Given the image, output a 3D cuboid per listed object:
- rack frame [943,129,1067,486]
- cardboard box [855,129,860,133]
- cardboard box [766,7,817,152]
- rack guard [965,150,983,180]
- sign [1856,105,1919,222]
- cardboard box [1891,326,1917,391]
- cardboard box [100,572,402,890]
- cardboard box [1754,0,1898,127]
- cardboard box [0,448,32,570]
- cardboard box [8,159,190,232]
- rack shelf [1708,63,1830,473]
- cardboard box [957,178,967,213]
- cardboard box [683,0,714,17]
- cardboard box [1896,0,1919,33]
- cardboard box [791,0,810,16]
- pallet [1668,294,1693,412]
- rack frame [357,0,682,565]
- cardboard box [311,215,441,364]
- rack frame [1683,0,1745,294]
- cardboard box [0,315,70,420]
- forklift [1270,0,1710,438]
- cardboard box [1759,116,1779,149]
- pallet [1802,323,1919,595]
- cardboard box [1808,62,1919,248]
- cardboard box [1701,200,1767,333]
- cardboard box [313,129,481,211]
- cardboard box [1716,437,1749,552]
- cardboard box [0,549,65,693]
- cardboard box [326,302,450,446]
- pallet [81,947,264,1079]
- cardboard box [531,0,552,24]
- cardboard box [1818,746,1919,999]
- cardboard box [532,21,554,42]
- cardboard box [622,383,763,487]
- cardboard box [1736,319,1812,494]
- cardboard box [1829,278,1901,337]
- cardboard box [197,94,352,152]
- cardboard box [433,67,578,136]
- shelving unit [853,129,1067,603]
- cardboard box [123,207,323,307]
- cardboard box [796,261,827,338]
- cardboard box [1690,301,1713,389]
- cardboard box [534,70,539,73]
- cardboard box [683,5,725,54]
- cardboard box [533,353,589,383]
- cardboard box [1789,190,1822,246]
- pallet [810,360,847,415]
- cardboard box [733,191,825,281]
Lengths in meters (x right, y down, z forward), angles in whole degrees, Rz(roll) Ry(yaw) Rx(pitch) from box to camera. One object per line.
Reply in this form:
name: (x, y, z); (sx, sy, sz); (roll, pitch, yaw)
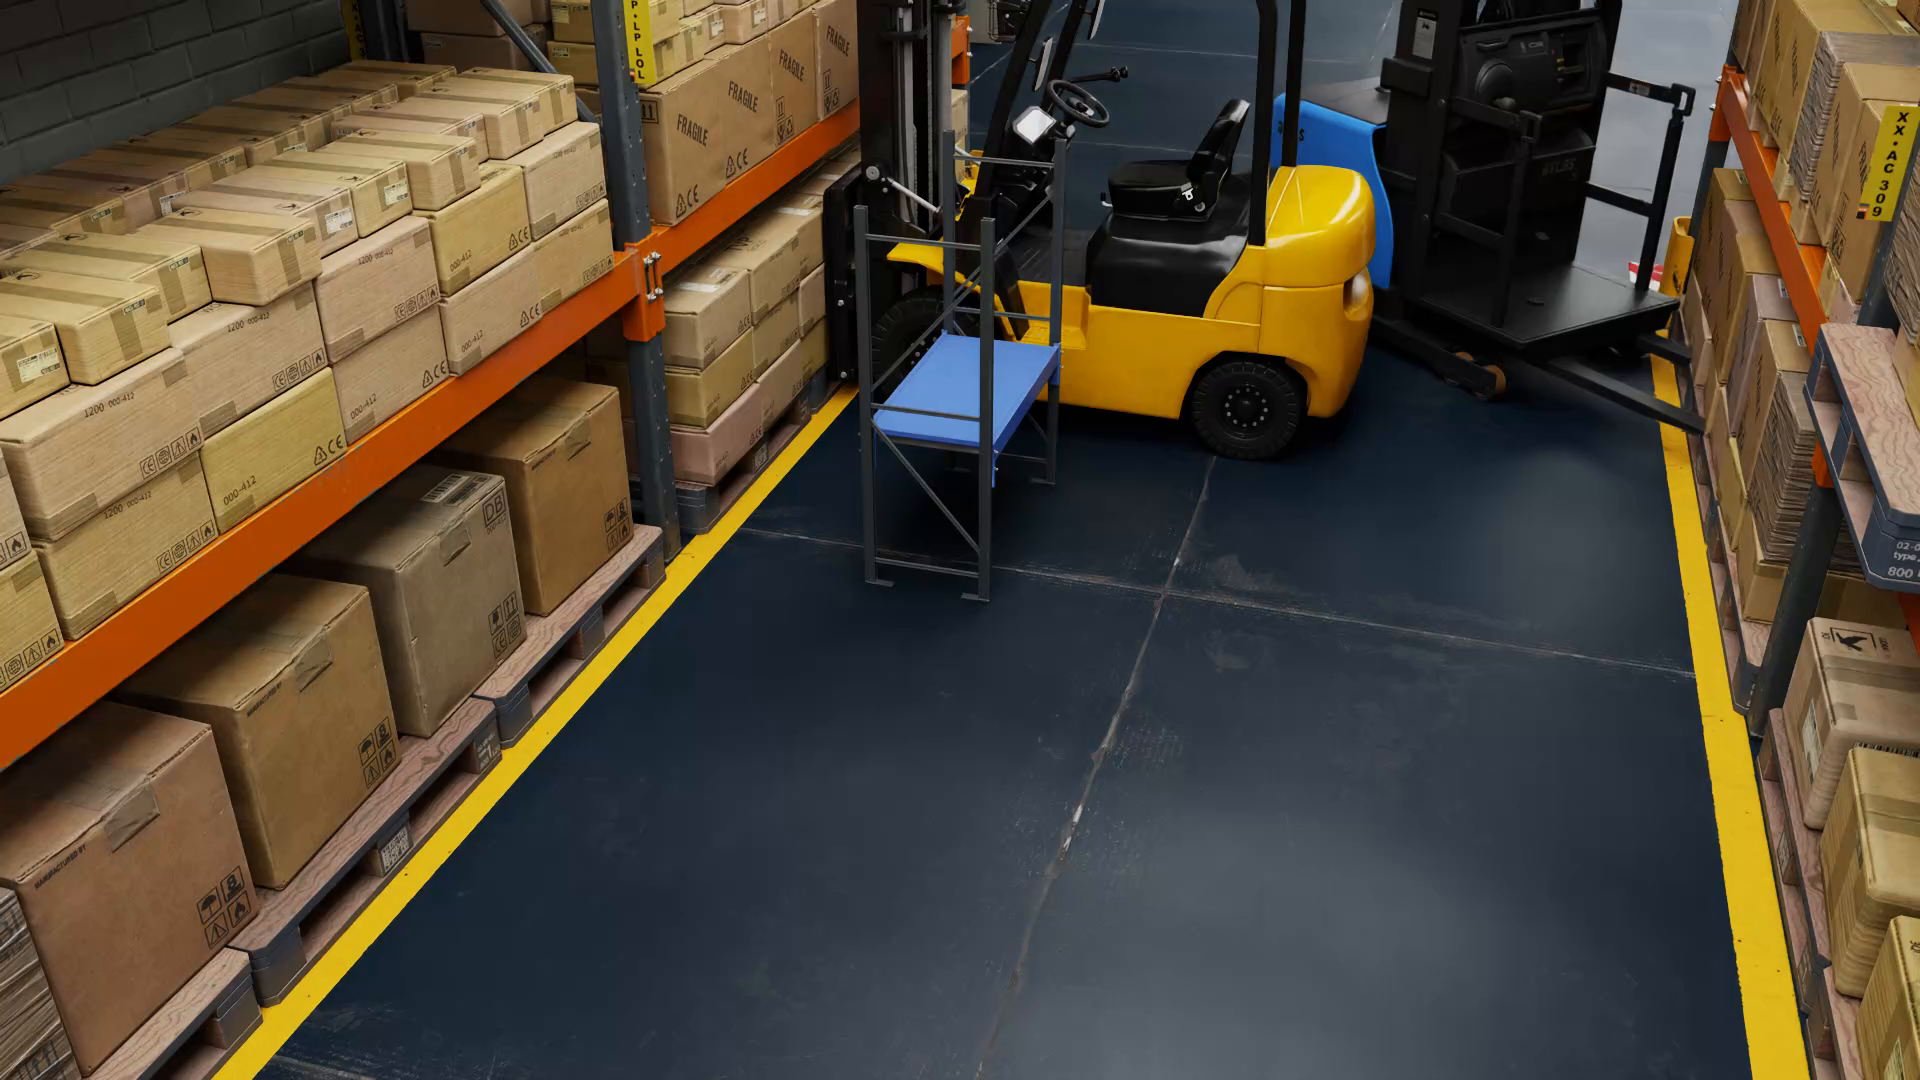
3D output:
rack frame: (0.174, -0.931, 6.881); (0.500, 1.500, 0.032); (8, 30, 15)
cardboard box: (-0.418, -2.092, 8.794); (0.500, 0.250, 0.500); (9, 30, 16)
cardboard box: (-0.947, -2.004, 7.164); (0.500, 0.500, 0.500); (8, 30, 14)
rack guard: (-0.430, -2.089, 9.991); (1.175, 0.500, 0.348); (8, 30, 15)
sign: (2.614, -1.057, 4.674); (0.100, 0.325, 0.005); (8, 30, 15)
cardboard box: (2.671, -0.467, 4.330); (0.380, 0.149, 0.250); (9, 30, 16)
cardboard box: (-2.207, 0.496, 4.783); (0.875, 0.625, 0.625); (7, 30, 13)
cardboard box: (3.608, -1.979, 6.812); (0.500, 0.500, 0.500); (8, 30, 14)
cardboard box: (-2.273, -0.009, 3.321); (0.500, 0.250, 0.500); (9, 30, 16)
cardboard box: (-2.344, -0.921, 4.549); (0.380, 0.149, 0.250); (8, 30, 14)
rack shelf: (3.722, -1.220, 6.597); (1.077, 0.370, 4.000); (8, 30, 15)
cardboard box: (-0.273, -1.889, 9.456); (0.500, 0.250, 0.500); (9, 30, 15)
cardboard box: (-1.177, -2.128, 6.414); (0.380, 0.149, 0.250); (8, 30, 14)
cardboard box: (3.882, -2.108, 6.016); (0.700, 0.500, 0.500); (8, 30, 15)
cardboard box: (-0.863, -2.340, 7.100); (0.380, 0.149, 0.250); (8, 30, 13)
pallet: (4.015, -0.837, 8.038); (1.003, 0.211, 1.213); (8, 30, 15)
rack frame: (-1.611, -1.311, 6.022); (1.000, 3.000, 0.127); (8, 30, 15)
cardboard box: (-1.811, -0.723, 4.604); (0.500, 0.250, 0.500); (9, 30, 16)
rack frame: (4.309, -2.464, 8.093); (1.000, 3.000, 0.127); (8, 30, 15)
cardboard box: (-2.172, -0.377, 3.573); (0.380, 0.149, 0.250); (9, 30, 15)
forklift: (2.818, -2.203, 7.695); (1.130, 2.935, 3.031); (-16, 33, -26)
cardboard box: (3.633, -1.758, 7.083); (0.380, 0.149, 0.250); (9, 30, 16)
pallet: (2.772, -0.186, 4.197); (1.003, 0.211, 1.213); (8, 30, 15)
cardboard box: (3.172, -1.261, 5.522); (0.500, 0.500, 0.500); (10, 30, 17)
cardboard box: (3.652, -1.183, 7.416); (0.500, 0.500, 0.500); (7, 30, 13)
cardboard box: (-1.630, -1.078, 4.832); (0.380, 0.149, 0.250); (8, 30, 13)
cardboard box: (3.198, -0.149, 6.328); (0.500, 0.250, 0.500); (8, 30, 14)
cardboard box: (-2.269, 0.209, 3.443); (0.500, 0.250, 0.500); (8, 30, 14)
cardboard box: (-1.826, -0.513, 4.742); (0.500, 0.250, 0.500); (9, 30, 15)
pallet: (-2.506, 1.389, 4.036); (1.003, 0.211, 1.213); (8, 30, 15)
cardboard box: (-1.693, -2.071, 6.310); (0.380, 0.149, 0.250); (8, 30, 14)
cardboard box: (2.776, 0.939, 4.248); (0.950, 0.372, 0.625); (10, 31, 18)
cardboard box: (-1.722, -1.946, 6.392); (0.380, 0.149, 0.250); (8, 30, 13)
cardboard box: (-1.153, -0.471, 6.907); (0.500, 0.250, 0.500); (9, 30, 15)
cardboard box: (3.200, -0.464, 6.124); (0.500, 0.500, 0.500); (9, 30, 16)
cardboard box: (2.938, -0.688, 5.159); (0.380, 0.149, 0.250); (8, 30, 14)
cardboard box: (-2.122, -1.273, 5.182); (0.380, 0.149, 0.250); (8, 30, 15)
cardboard box: (-1.499, -1.448, 5.497); (0.380, 0.149, 0.250); (10, 30, 17)
shelving unit: (0.025, -0.695, 6.457); (0.538, 1.500, 1.048); (8, 30, 15)
cardboard box: (-1.850, -0.716, 4.181); (0.380, 0.149, 0.250); (8, 30, 14)
cardboard box: (-0.870, -1.159, 7.630); (0.500, 0.250, 0.500); (8, 30, 14)
cardboard box: (3.651, -0.874, 7.632); (0.500, 0.250, 0.500); (10, 30, 17)
cardboard box: (-1.738, -1.602, 6.442); (0.500, 0.500, 0.500); (8, 30, 15)
cardboard box: (-1.142, -1.995, 6.480); (0.380, 0.149, 0.250); (8, 30, 15)
cardboard box: (-1.664, -0.767, 6.926); (0.500, 0.250, 0.500); (8, 30, 14)
cardboard box: (3.233, -1.160, 6.009); (0.380, 0.149, 0.250); (8, 30, 14)
pallet: (-0.981, -1.025, 8.376); (1.003, 0.211, 1.213); (8, 30, 15)
cardboard box: (-0.874, -1.379, 7.512); (0.500, 0.250, 0.500); (10, 30, 17)
